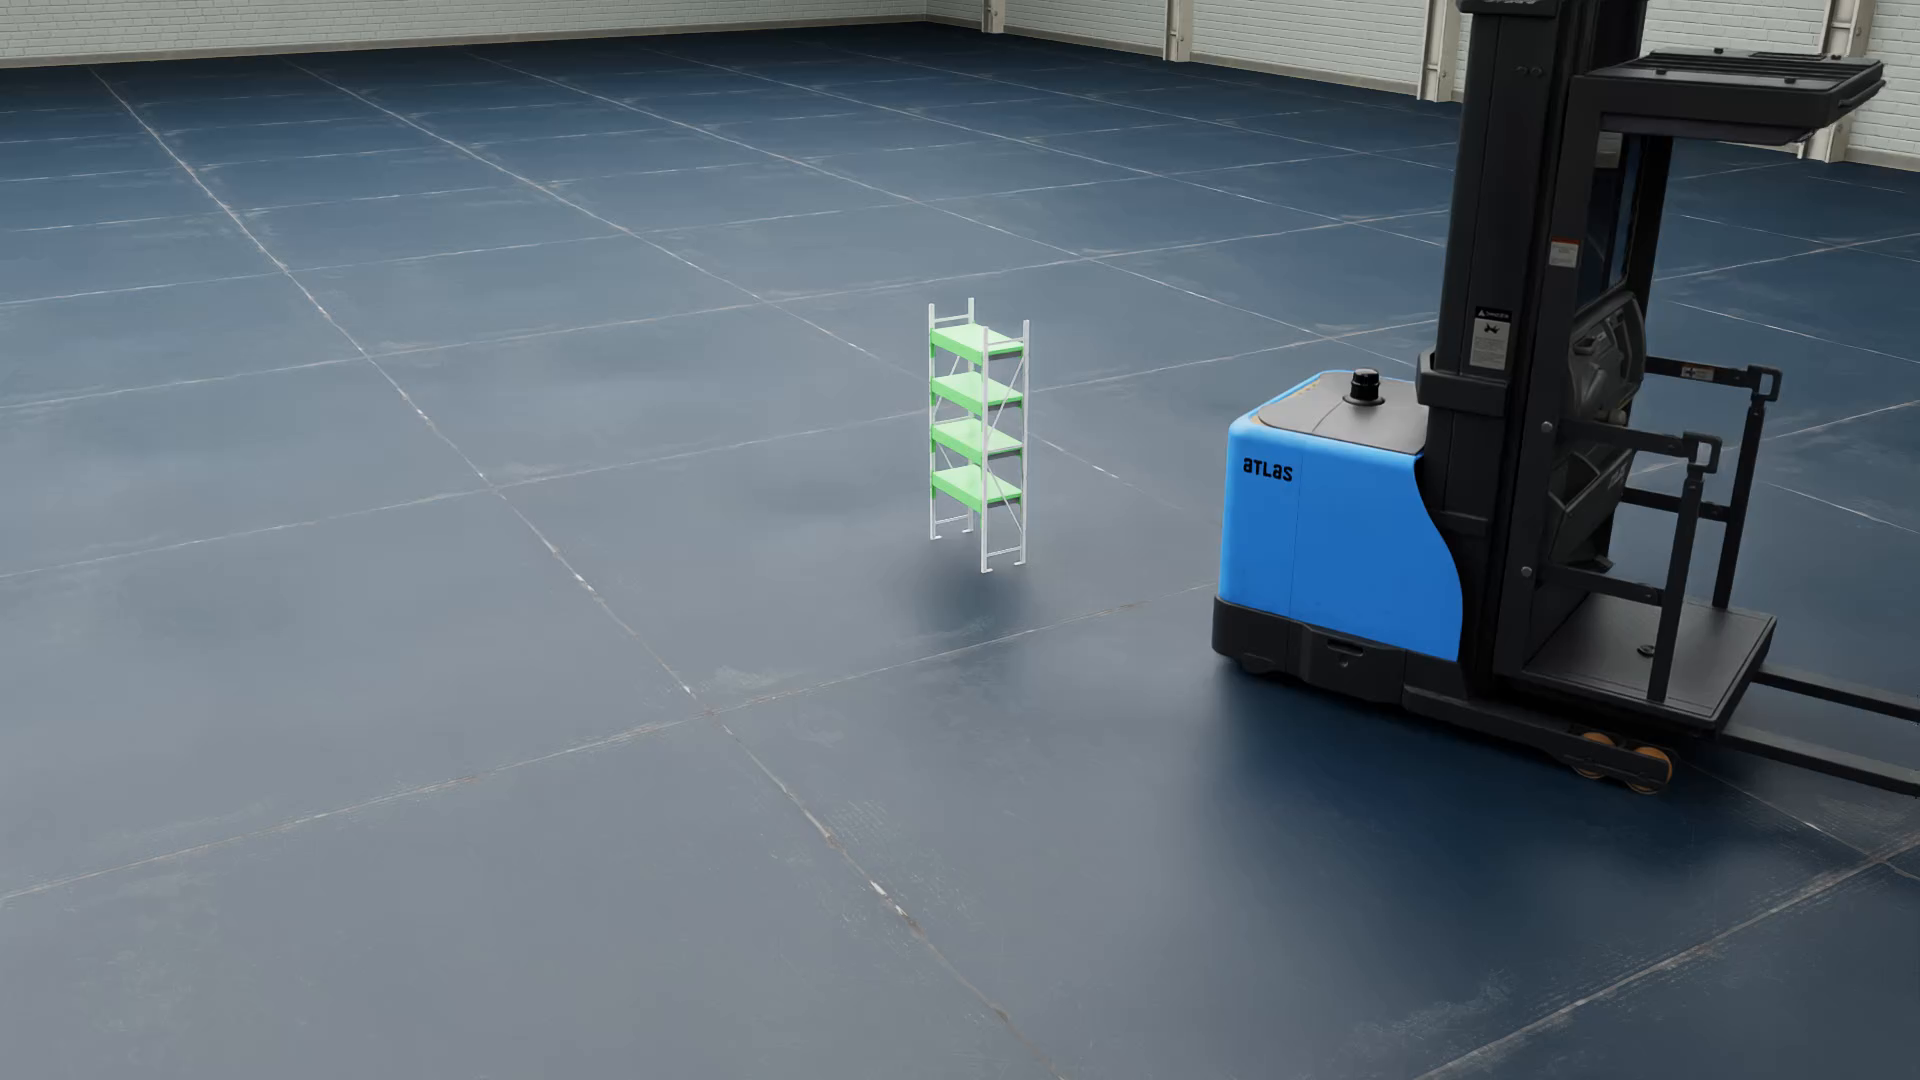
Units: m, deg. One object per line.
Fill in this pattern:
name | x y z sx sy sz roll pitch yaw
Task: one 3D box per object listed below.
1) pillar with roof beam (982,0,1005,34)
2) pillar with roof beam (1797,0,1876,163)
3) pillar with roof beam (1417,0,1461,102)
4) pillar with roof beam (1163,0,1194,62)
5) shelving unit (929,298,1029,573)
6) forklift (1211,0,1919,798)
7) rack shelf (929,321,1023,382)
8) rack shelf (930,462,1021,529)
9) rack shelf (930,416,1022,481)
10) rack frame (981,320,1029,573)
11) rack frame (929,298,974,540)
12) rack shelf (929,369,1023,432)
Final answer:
pillar with roof beam | -3.035 -13.531 29.650 9.100 9.000 0.400 -13 25 -28
pillar with roof beam | 6.159 -7.704 15.315 9.100 9.000 0.400 -13 25 -28
pillar with roof beam | 3.095 -9.646 20.093 9.100 9.000 0.400 -13 25 -28
pillar with roof beam | 0.030 -11.589 24.872 9.100 9.000 0.400 -13 25 -28
shelving unit | 0.085 -0.502 7.954 0.258 1.200 0.503 -13 25 -28
forklift | 2.558 -0.662 6.047 3.031 2.935 1.130 15 26 32
rack shelf | 0.085 -0.888 7.797 0.258 0.148 0.480 -13 25 -28
rack shelf | 0.085 -0.221 8.068 0.258 0.148 0.480 -13 25 -28
rack shelf | 0.085 -0.443 7.978 0.258 0.148 0.480 -13 25 -28
rack frame | 0.209 -0.423 7.759 0.240 1.200 0.015 -13 25 -28
rack frame | -0.040 -0.581 8.148 0.240 1.200 0.015 -13 25 -28
rack shelf | 0.085 -0.665 7.887 0.258 0.148 0.480 -13 25 -28
